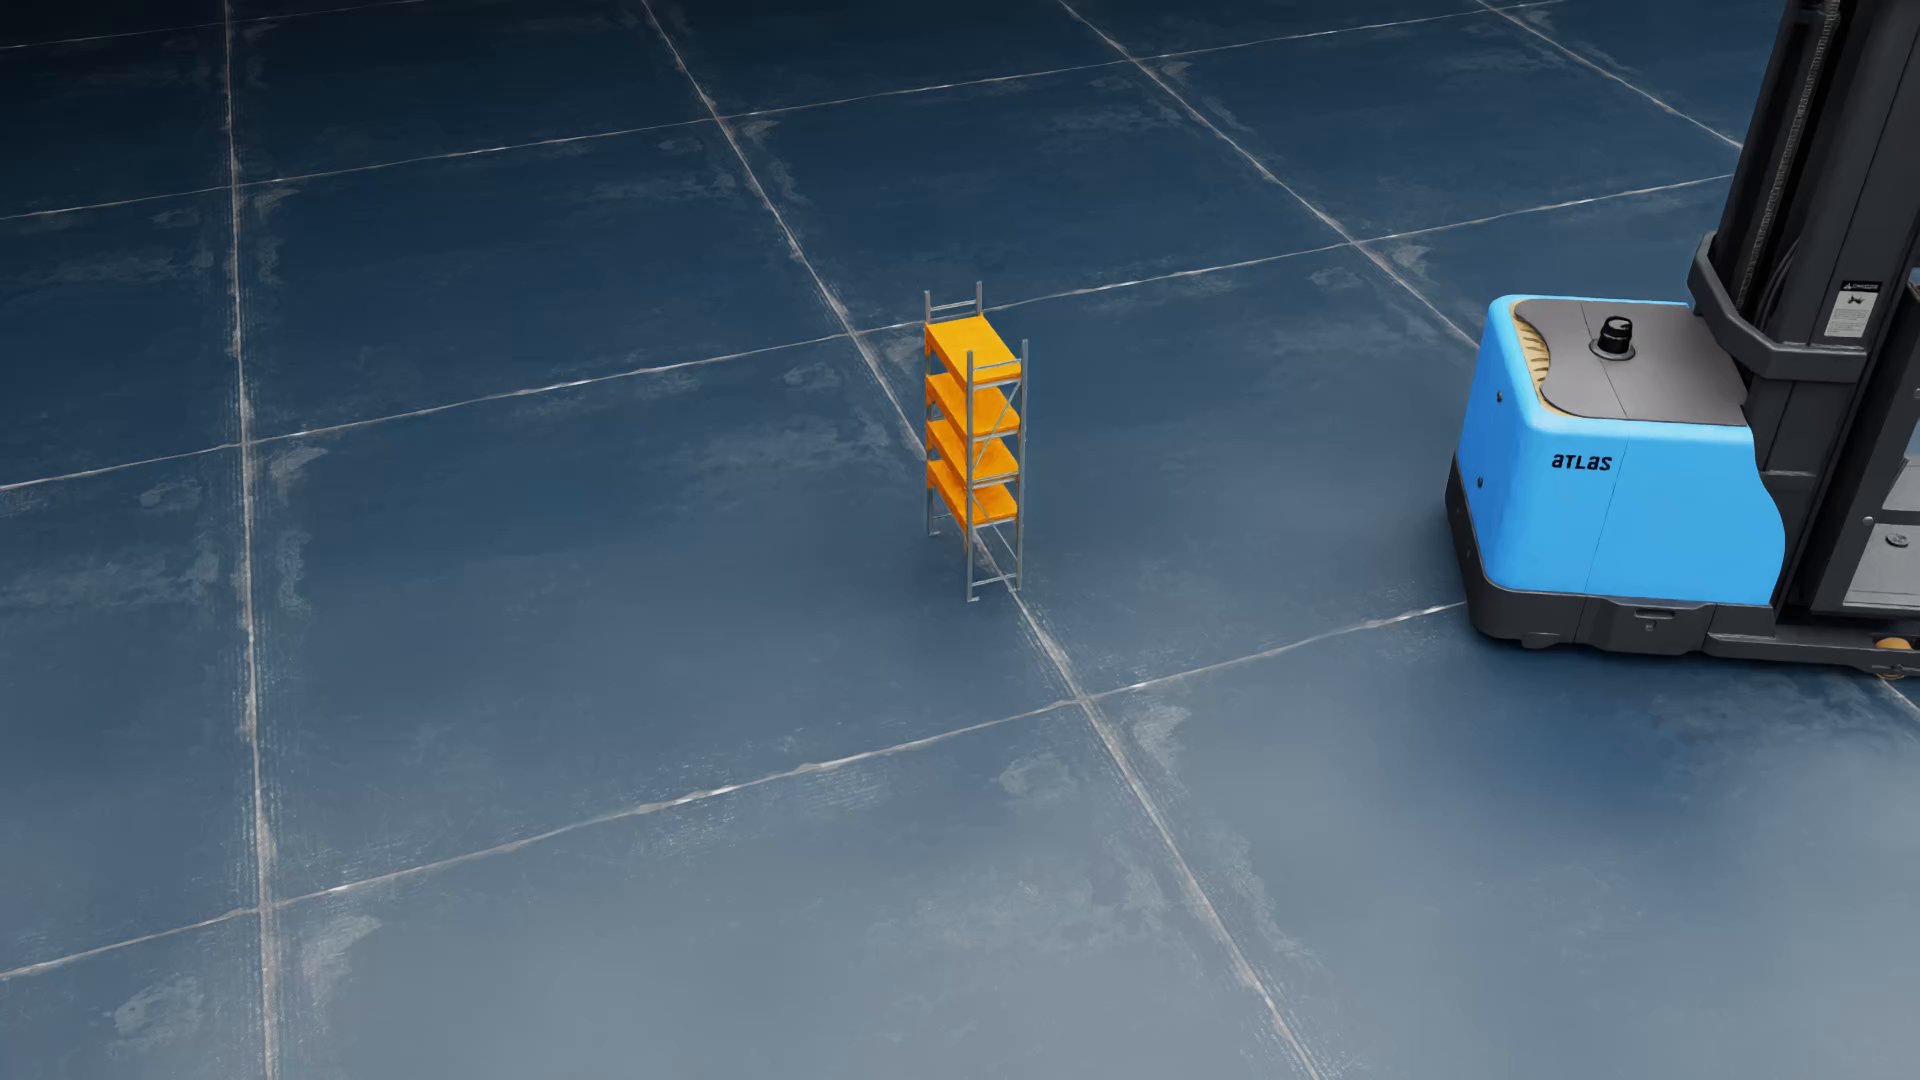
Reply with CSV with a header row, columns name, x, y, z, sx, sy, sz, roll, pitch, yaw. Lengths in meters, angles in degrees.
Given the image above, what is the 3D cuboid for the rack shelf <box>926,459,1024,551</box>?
name,x,y,z,sx,sy,sz,roll,pitch,yaw
rack shelf,0.057,-0.173,6.925,0.258,0.148,0.480,-12,39,-16

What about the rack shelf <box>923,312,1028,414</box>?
name,x,y,z,sx,sy,sz,roll,pitch,yaw
rack shelf,0.057,-0.700,6.528,0.258,0.148,0.480,-12,39,-16

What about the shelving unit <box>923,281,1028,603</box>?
name,x,y,z,sx,sy,sz,roll,pitch,yaw
shelving unit,0.057,-0.386,6.765,0.258,1.200,0.503,-12,39,-16

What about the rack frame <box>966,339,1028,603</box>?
name,x,y,z,sx,sy,sz,roll,pitch,yaw
rack frame,0.141,-0.248,6.582,0.240,1.200,0.015,-12,39,-16

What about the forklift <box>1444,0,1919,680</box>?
name,x,y,z,sx,sy,sz,roll,pitch,yaw
forklift,3.612,-0.949,6.074,3.031,2.935,1.130,4,37,5

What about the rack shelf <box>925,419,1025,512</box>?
name,x,y,z,sx,sy,sz,roll,pitch,yaw
rack shelf,0.057,-0.332,6.805,0.258,0.148,0.480,-12,39,-16

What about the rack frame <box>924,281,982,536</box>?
name,x,y,z,sx,sy,sz,roll,pitch,yaw
rack frame,-0.027,-0.524,6.948,0.240,1.200,0.015,-12,39,-16

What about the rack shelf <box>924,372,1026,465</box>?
name,x,y,z,sx,sy,sz,roll,pitch,yaw
rack shelf,0.057,-0.511,6.671,0.258,0.148,0.480,-12,39,-16
